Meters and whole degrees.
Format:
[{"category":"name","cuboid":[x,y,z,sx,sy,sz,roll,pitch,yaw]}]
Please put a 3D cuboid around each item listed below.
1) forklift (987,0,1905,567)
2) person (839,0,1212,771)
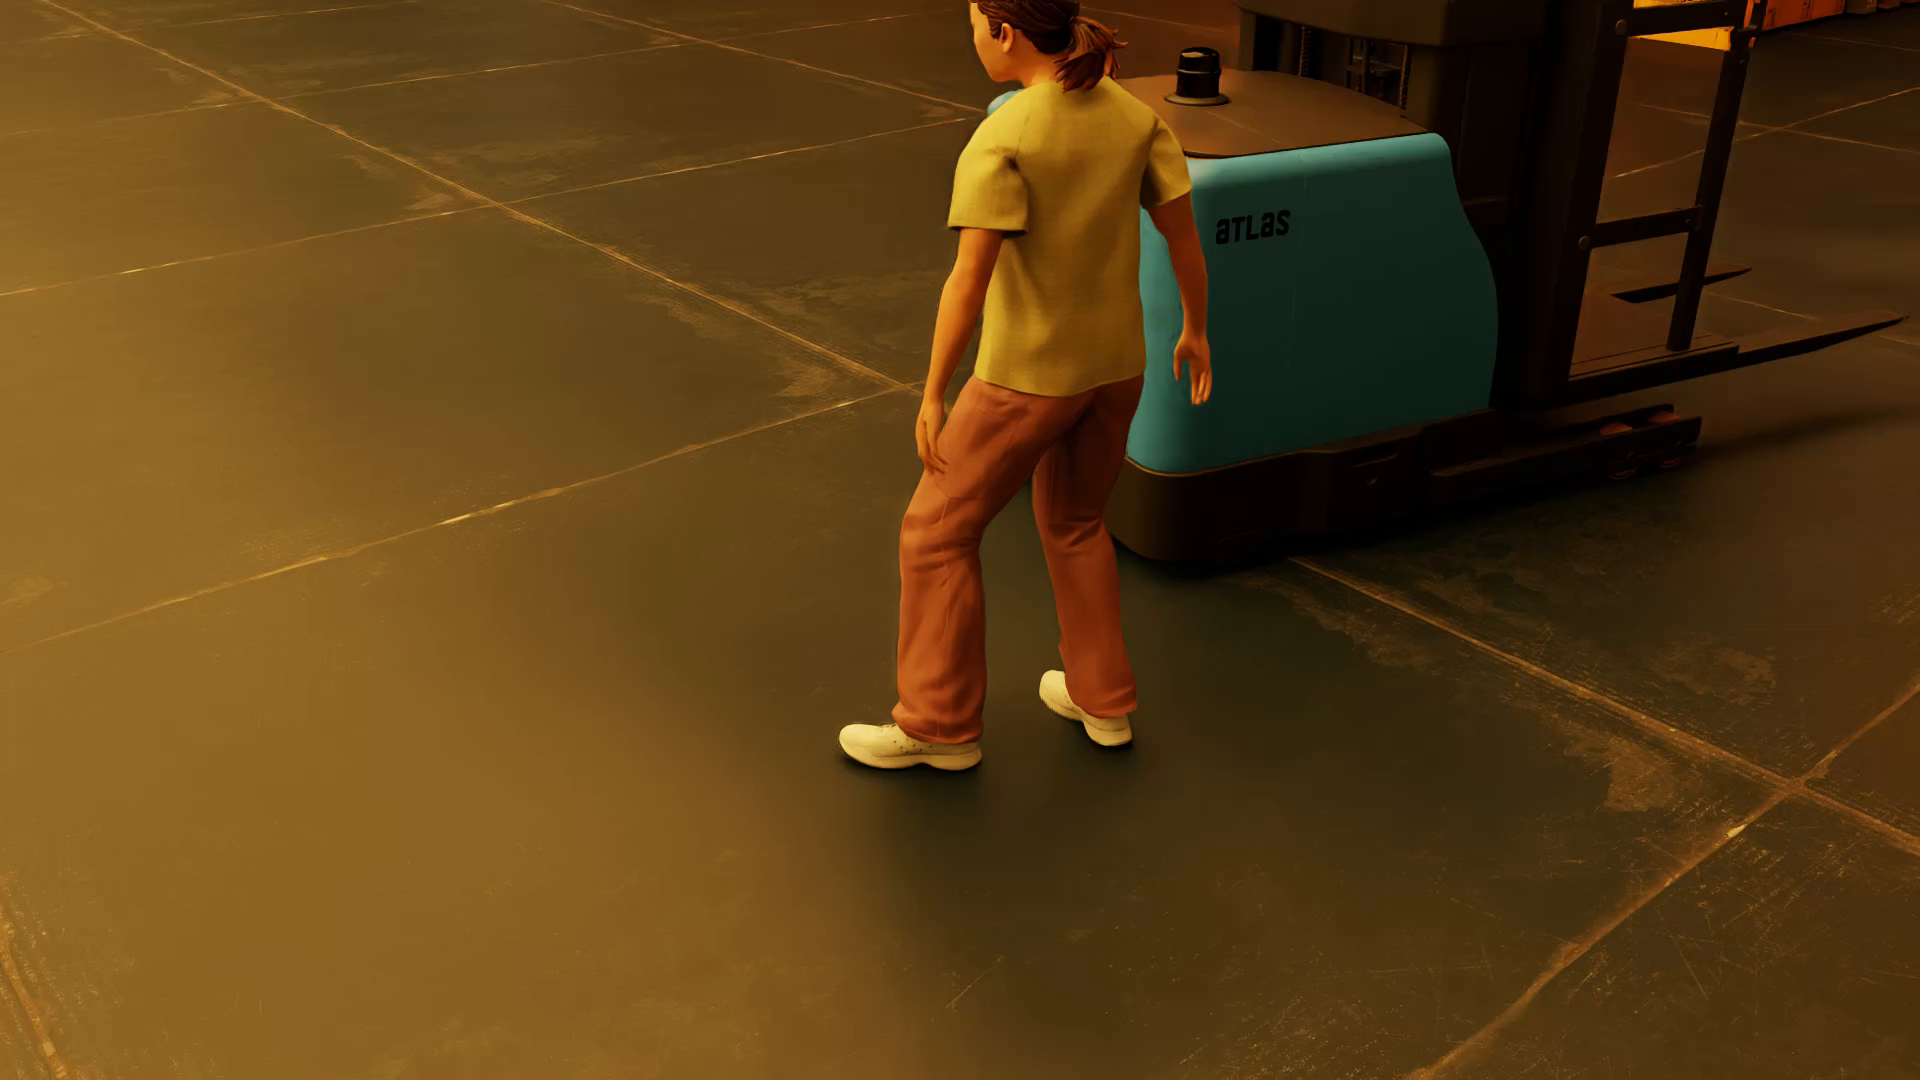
[{"category":"forklift","cuboid":[1.615,-1.684,4.599,3.031,2.935,1.130,-12,29,-23]},{"category":"person","cuboid":[0.154,-0.315,3.297,0.788,1.647,0.372,-19,32,-33]}]
